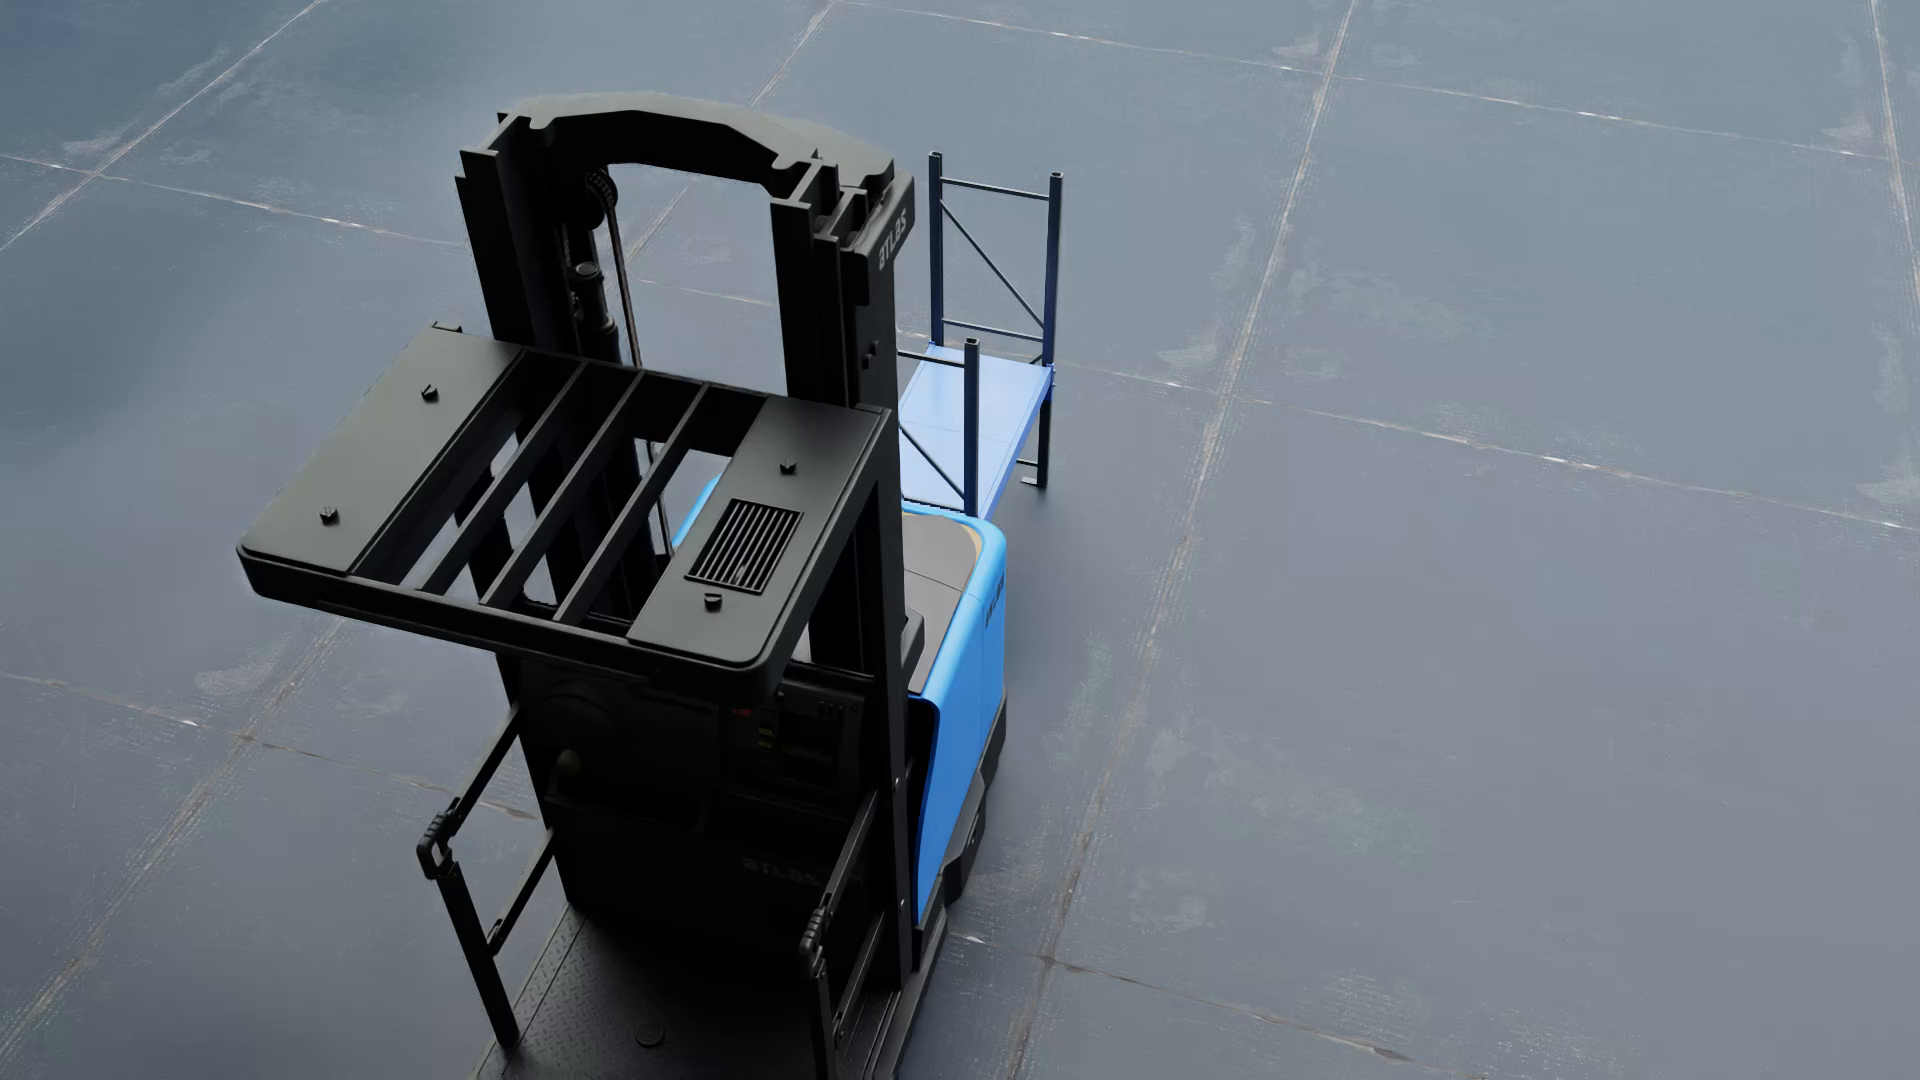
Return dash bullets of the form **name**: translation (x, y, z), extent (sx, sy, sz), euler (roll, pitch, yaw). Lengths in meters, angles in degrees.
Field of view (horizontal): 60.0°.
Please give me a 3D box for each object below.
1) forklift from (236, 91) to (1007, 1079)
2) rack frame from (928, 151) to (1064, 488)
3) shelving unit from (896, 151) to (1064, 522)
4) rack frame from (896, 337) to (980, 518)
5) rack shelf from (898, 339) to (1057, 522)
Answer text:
- **forklift**: translation (-0.747, 0.558, 4.084), extent (1.130, 2.935, 3.031), euler (12, 46, 12)
- **rack frame**: translation (0.128, -0.818, 6.514), extent (0.500, 1.500, 0.032), euler (13, 46, 12)
- **shelving unit**: translation (-0.026, -0.479, 6.167), extent (0.538, 1.500, 1.048), euler (13, 46, 12)
- **rack frame**: translation (-0.180, -0.140, 5.821), extent (0.500, 1.500, 0.032), euler (13, 46, 12)
- **rack shelf**: translation (-0.026, -0.351, 6.293), extent (0.538, 0.185, 1.000), euler (13, 46, 12)
